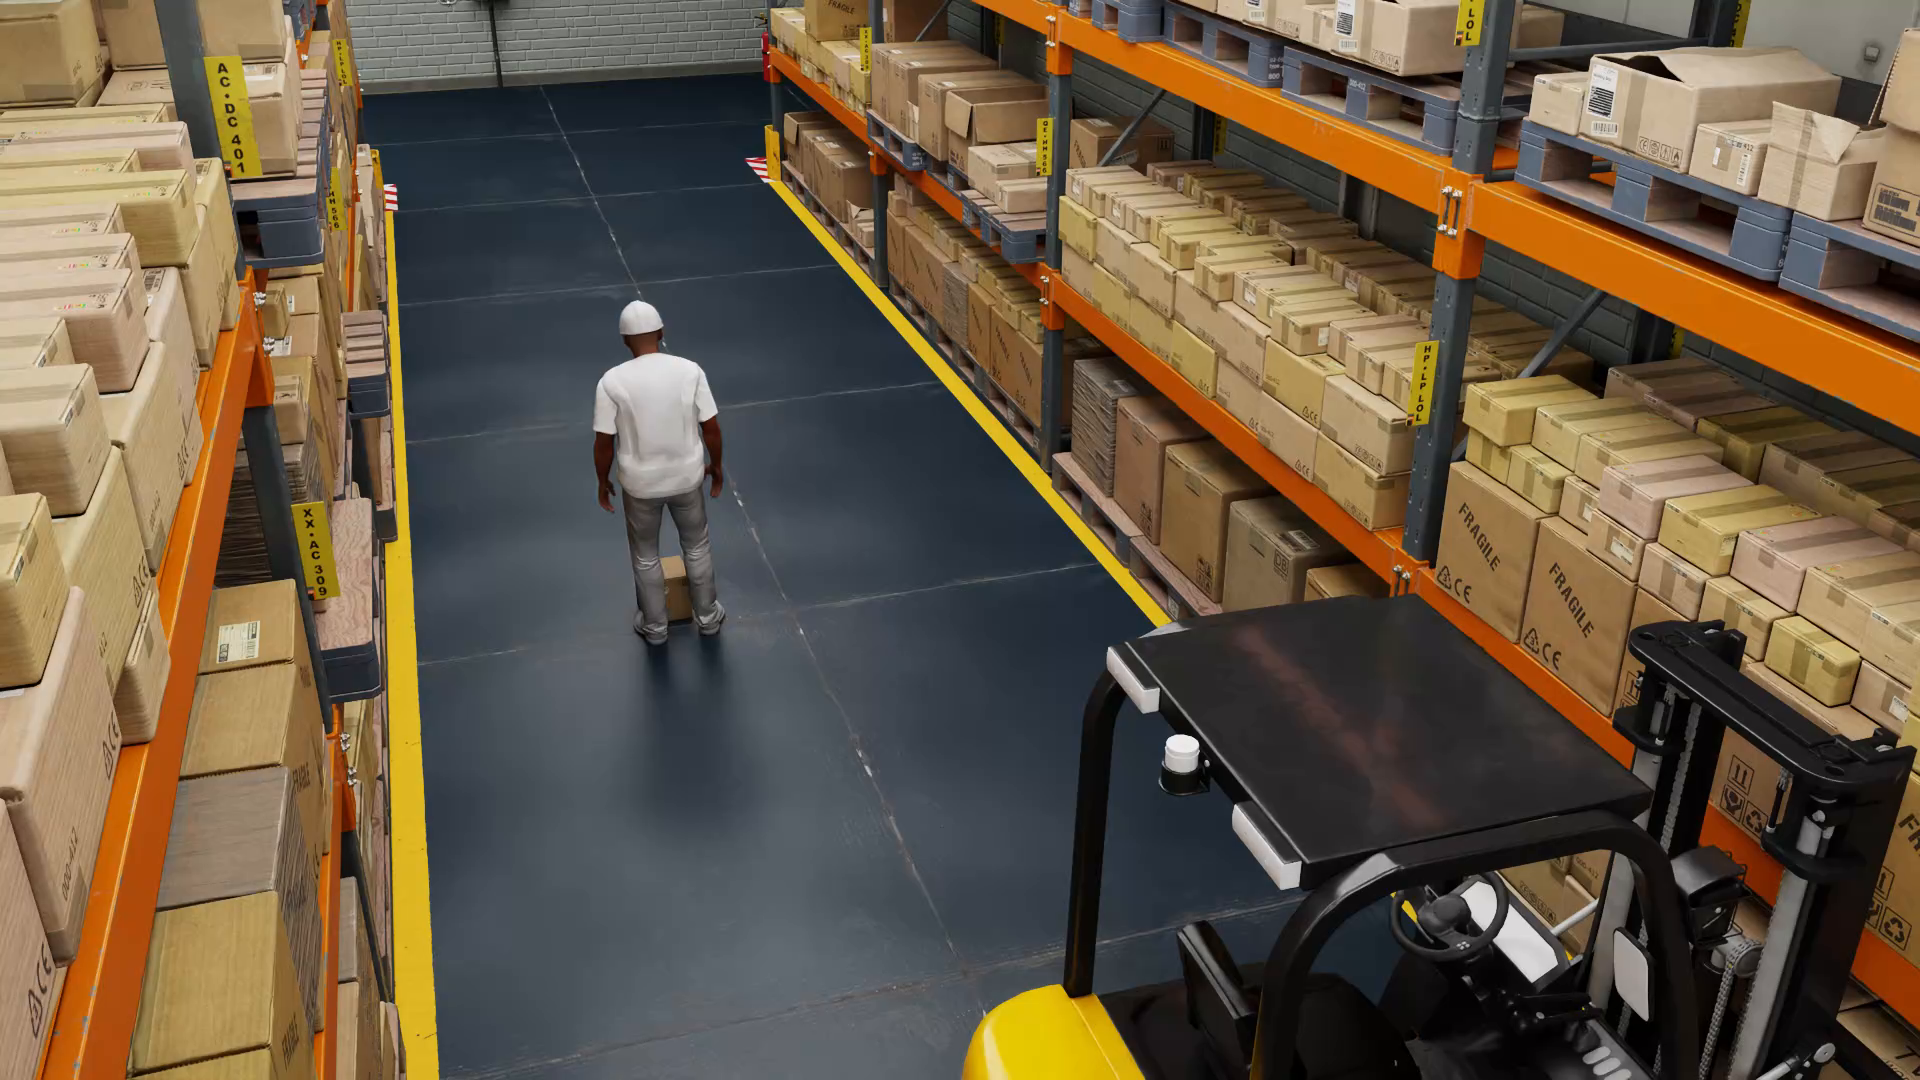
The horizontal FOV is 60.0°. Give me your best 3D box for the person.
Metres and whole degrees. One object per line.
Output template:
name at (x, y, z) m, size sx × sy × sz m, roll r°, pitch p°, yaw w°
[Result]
person at (-1.486, -0.323, 8.249) m, size 0.632 × 1.760 × 0.463 m, roll -8°, pitch 27°, yaw -17°
